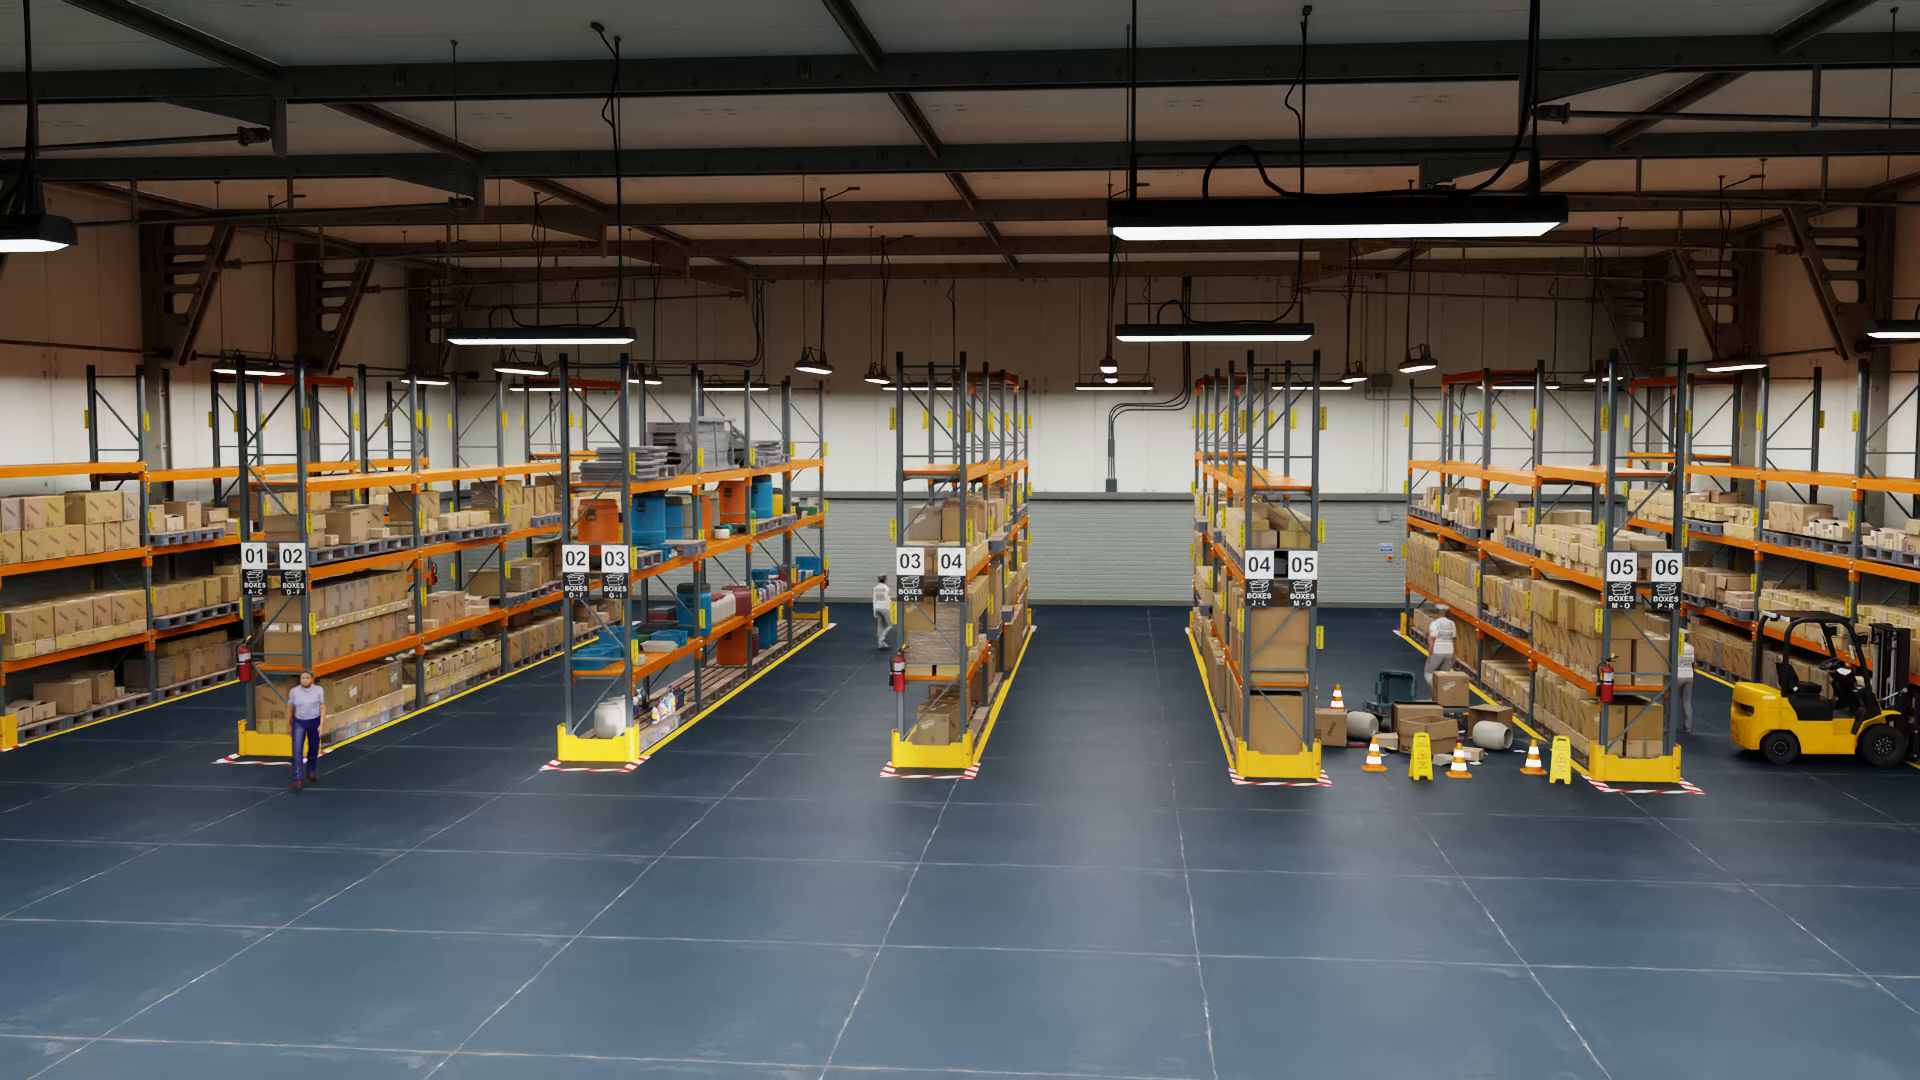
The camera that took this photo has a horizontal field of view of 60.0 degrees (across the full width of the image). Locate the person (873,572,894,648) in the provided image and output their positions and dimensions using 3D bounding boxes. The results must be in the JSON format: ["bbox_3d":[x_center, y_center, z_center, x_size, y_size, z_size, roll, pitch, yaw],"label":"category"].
[{"bbox_3d":[-1.736,1.562,36.705,0.514,1.677,0.467,4,5,42],"label":"person"}]

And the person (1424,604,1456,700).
[{"bbox_3d":[8.541,2.046,29.525,0.575,1.802,0.408,-1,4,-18],"label":"person"}]

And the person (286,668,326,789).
[{"bbox_3d":[-8.979,2.565,22.836,0.524,1.580,0.974,-2,5,-30],"label":"person"}]

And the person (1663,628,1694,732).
[{"bbox_3d":[11.615,2.282,26.806,0.546,1.718,0.389,-1,4,-20],"label":"person"}]
